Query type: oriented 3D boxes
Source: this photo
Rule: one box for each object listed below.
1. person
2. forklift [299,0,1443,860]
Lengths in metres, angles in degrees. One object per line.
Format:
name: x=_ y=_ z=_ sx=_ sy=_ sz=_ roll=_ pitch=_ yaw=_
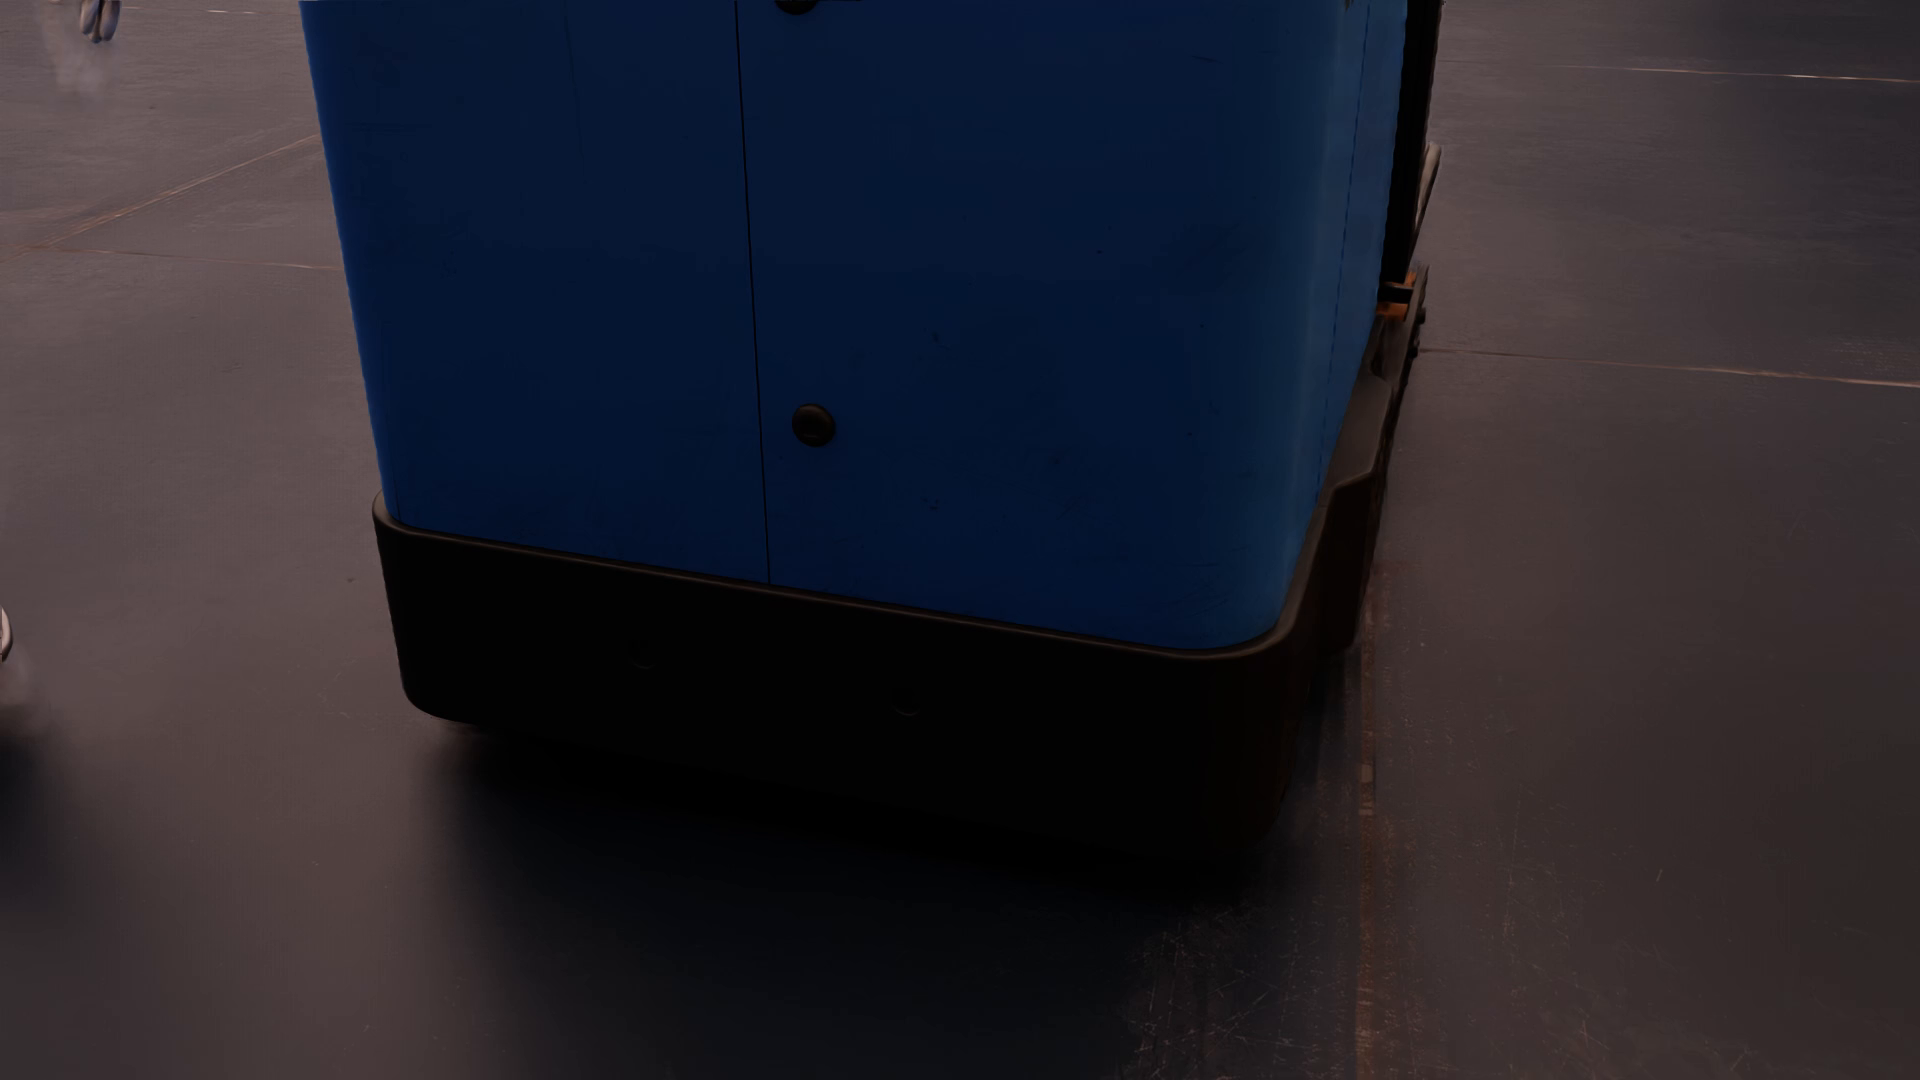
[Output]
person: x=-1.382 y=-0.523 z=1.773 sx=0.900 sy=1.581 sz=0.638 roll=-13 pitch=30 yaw=-24
forklift: x=0.269 y=-1.627 z=2.470 sx=1.130 sy=2.935 sz=3.031 roll=8 pitch=28 yaw=16
